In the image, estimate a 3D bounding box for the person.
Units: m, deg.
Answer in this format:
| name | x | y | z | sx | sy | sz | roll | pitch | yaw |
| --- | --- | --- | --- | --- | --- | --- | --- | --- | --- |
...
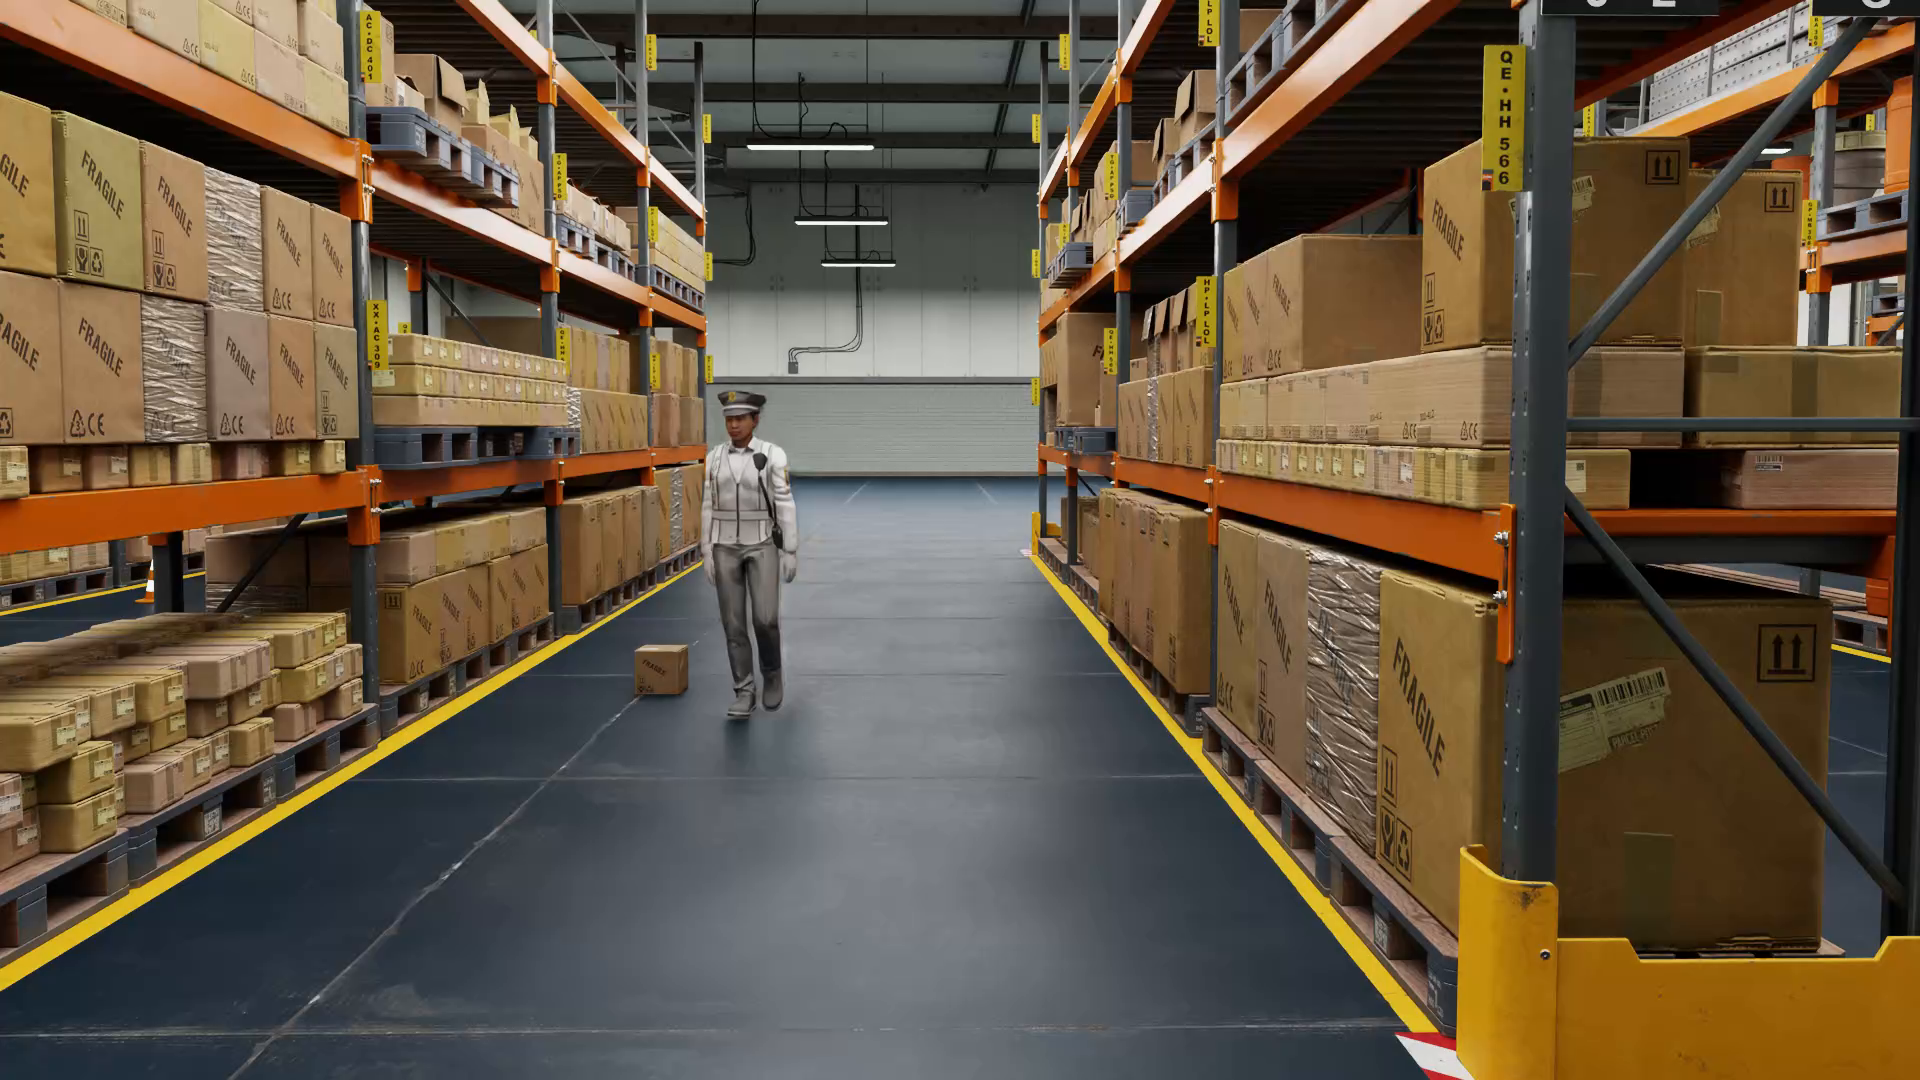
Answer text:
| name | x | y | z | sx | sy | sz | roll | pitch | yaw |
| --- | --- | --- | --- | --- | --- | --- | --- | --- | --- |
| person | -1.093 | 0.067 | 8.520 | 0.508 | 1.667 | 0.433 | 1 | 4 | 9 |
